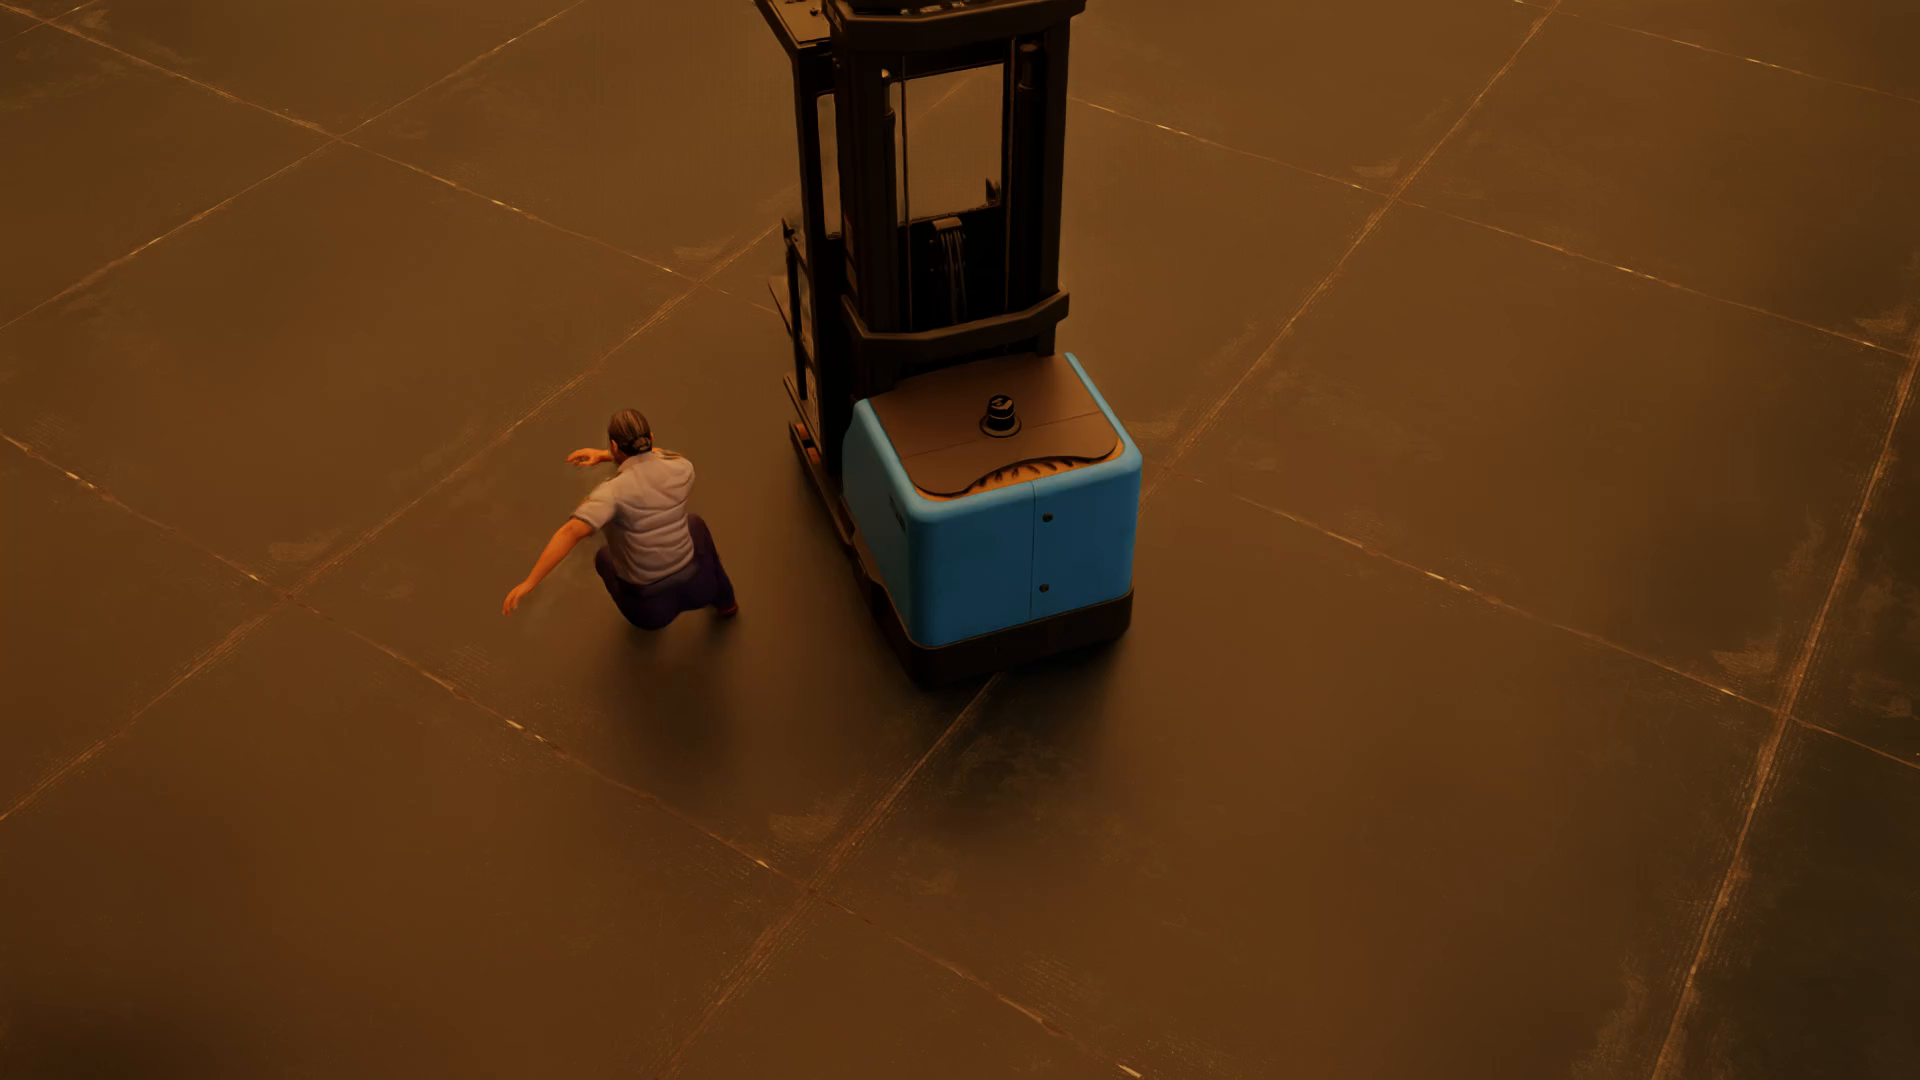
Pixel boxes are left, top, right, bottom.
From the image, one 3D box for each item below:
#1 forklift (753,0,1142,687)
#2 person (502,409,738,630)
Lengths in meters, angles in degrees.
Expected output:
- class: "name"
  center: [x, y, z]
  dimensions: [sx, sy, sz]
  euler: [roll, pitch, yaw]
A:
- class: "forklift"
  center: [-0.220, -1.457, 7.385]
  dimensions: [1.130, 2.935, 3.031]
  euler: [-14, 45, -15]
- class: "person"
  center: [-1.460, 0.076, 6.967]
  dimensions: [1.169, 1.347, 0.852]
  euler: [-25, 49, -24]
